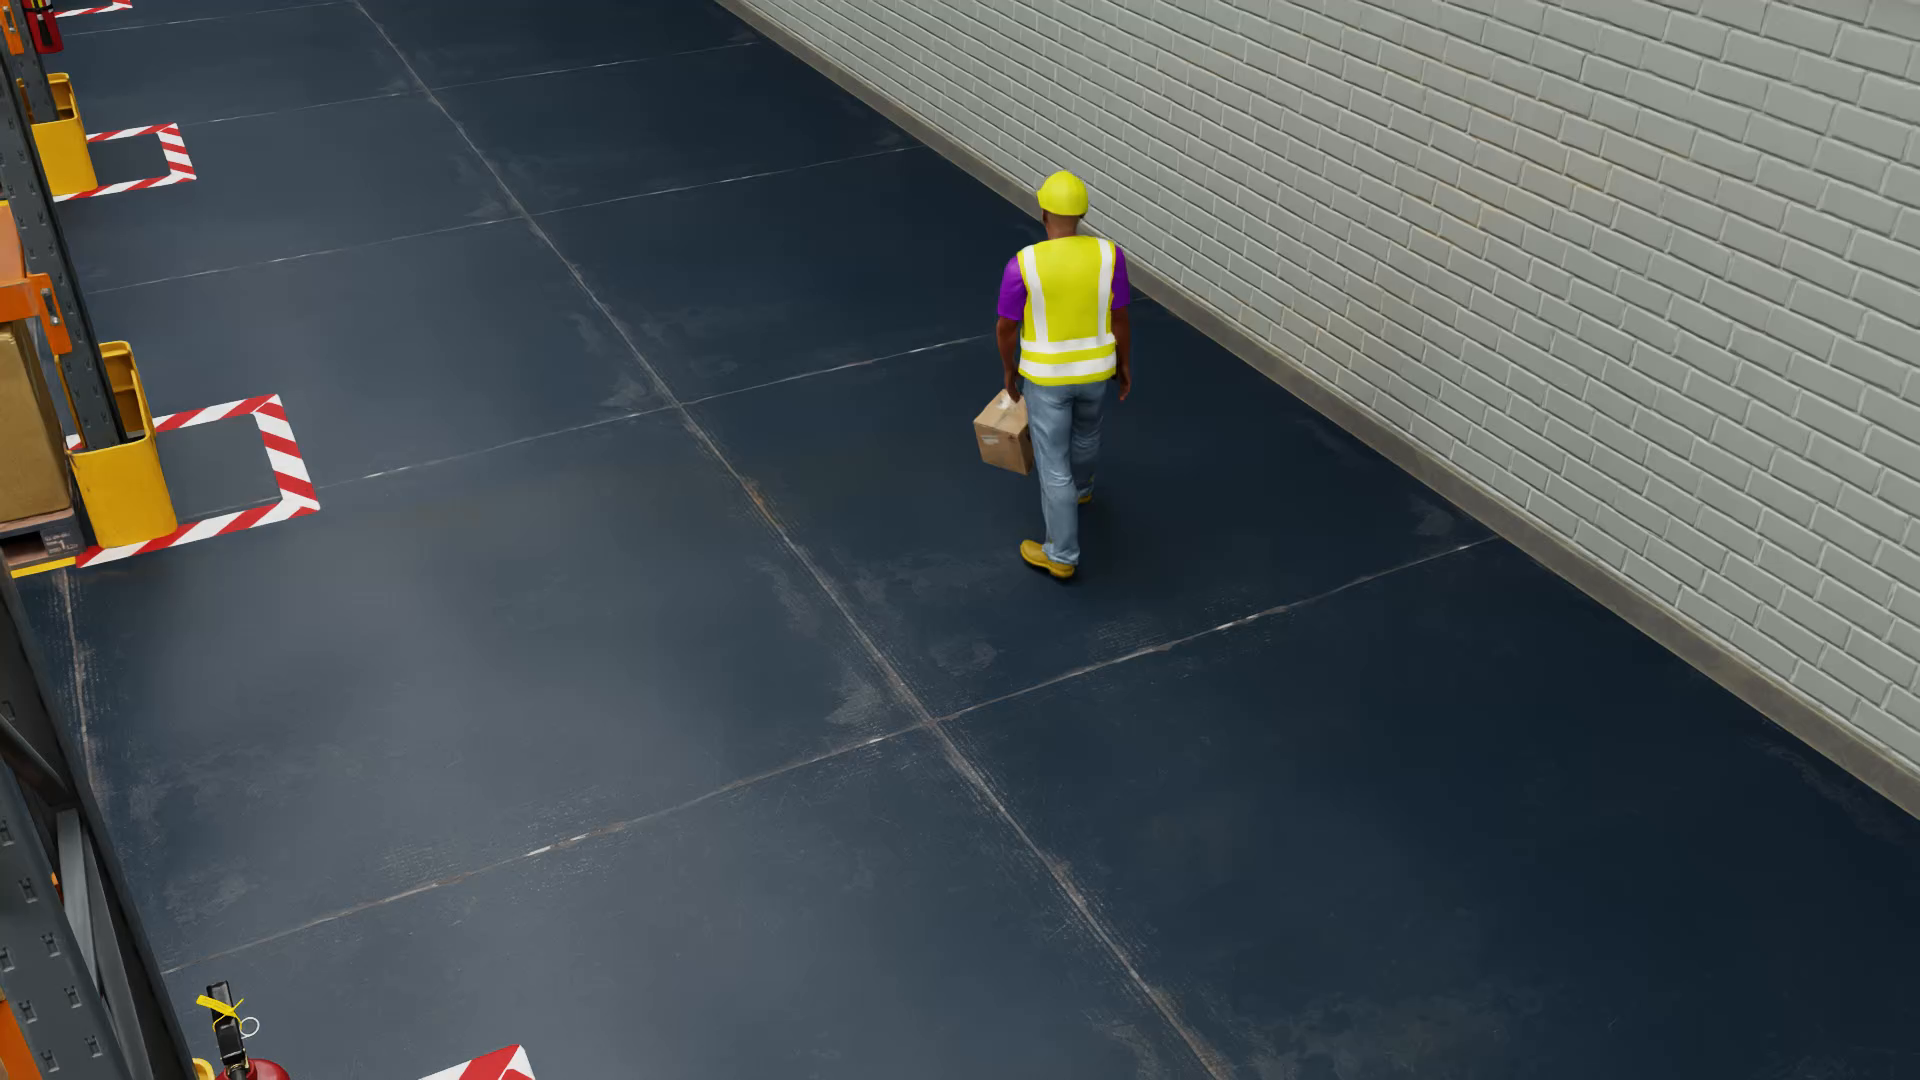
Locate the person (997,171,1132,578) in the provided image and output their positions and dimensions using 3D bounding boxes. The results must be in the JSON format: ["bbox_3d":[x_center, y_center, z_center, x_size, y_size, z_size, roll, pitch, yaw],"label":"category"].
[{"bbox_3d":[0.440,-0.786,7.339,0.602,1.725,0.901,-7,33,-11],"label":"person"}]
